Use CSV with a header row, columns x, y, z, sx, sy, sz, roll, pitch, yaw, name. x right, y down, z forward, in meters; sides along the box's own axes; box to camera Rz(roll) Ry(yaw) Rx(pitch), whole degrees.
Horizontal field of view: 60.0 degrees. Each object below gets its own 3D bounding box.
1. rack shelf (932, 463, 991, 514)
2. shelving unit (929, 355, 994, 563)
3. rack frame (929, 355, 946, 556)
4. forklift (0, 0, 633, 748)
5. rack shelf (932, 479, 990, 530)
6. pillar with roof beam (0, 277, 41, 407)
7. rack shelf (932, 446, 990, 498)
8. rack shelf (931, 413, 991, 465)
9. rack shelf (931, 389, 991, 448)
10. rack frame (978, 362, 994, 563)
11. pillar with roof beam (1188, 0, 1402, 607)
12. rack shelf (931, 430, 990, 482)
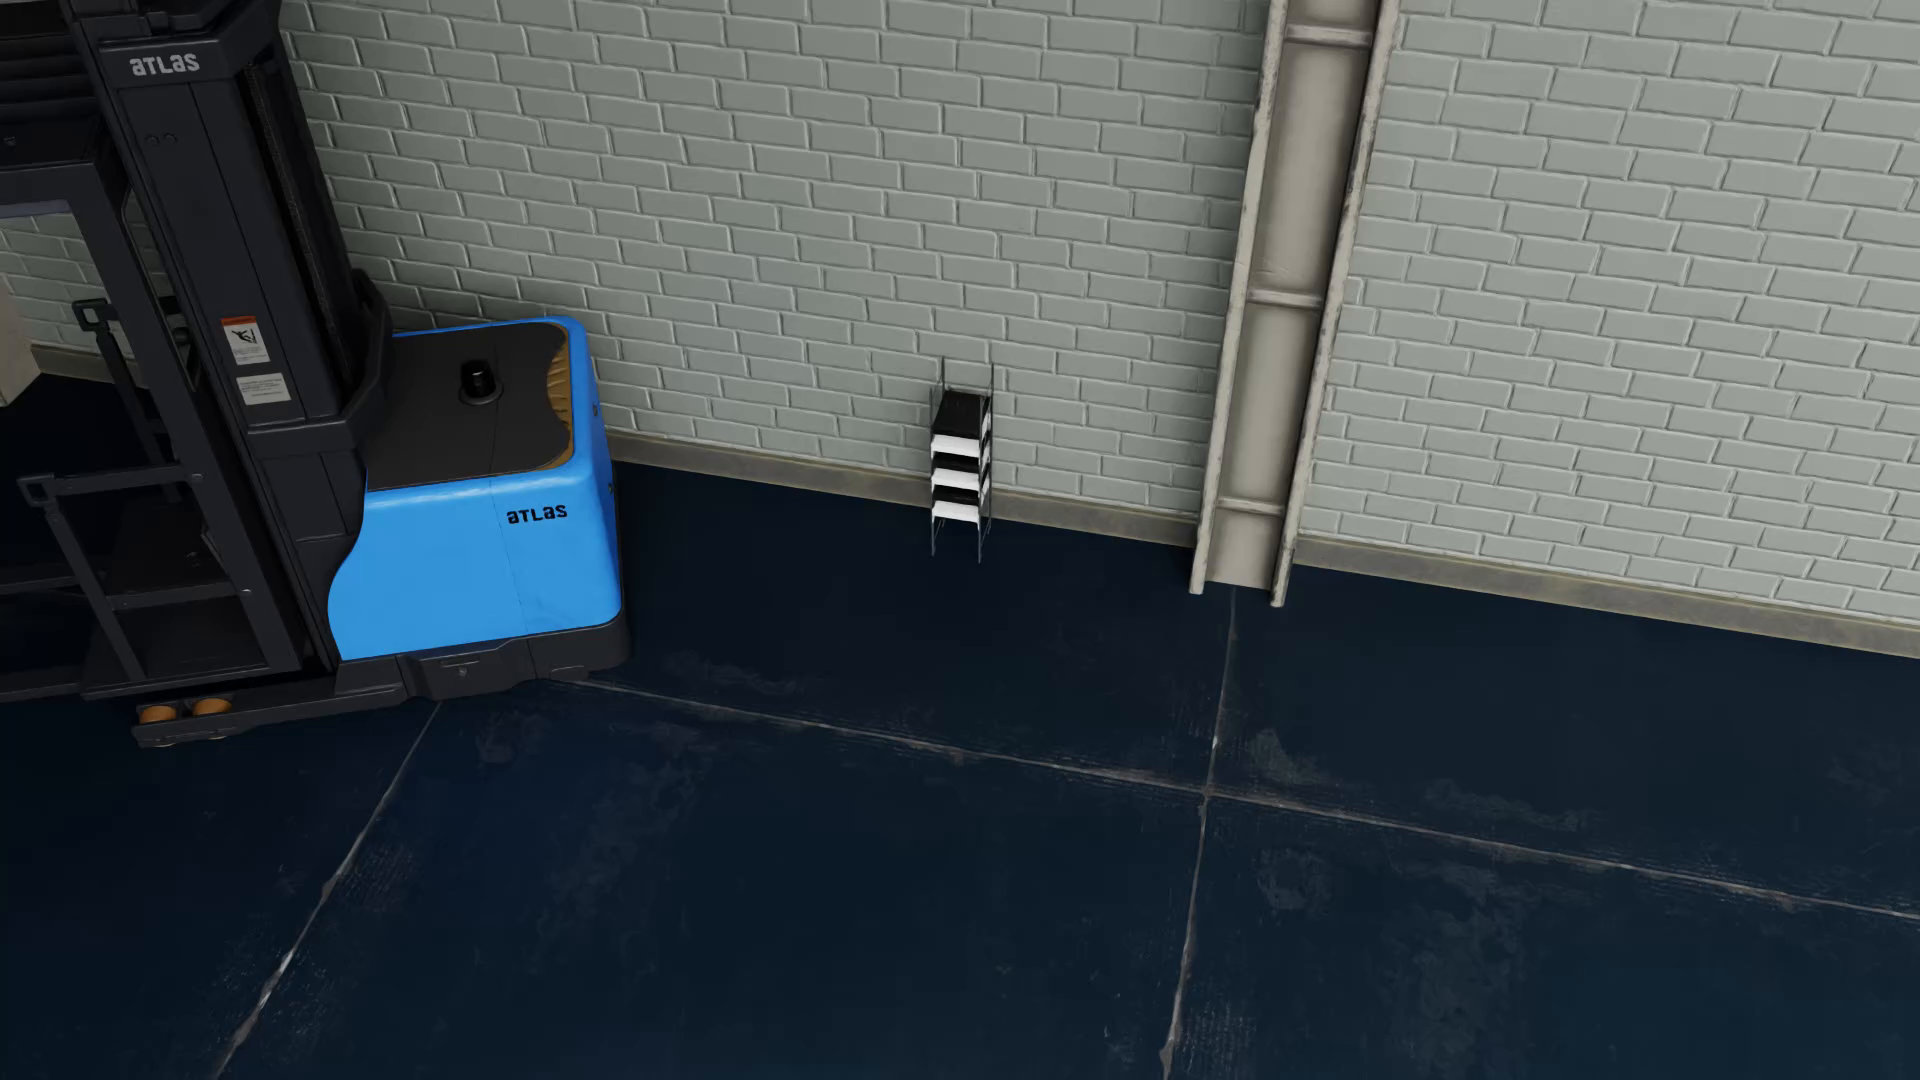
x,y,z,sx,sy,sz,roll,pitch,yaw,name
0.008,-0.234,6.982,0.200,0.077,0.258,9,45,9,rack shelf
0.008,-0.323,6.897,0.210,0.900,0.258,9,45,9,shelving unit
-0.091,-0.338,6.913,0.006,0.900,0.240,9,45,9,rack frame
-2.878,-0.662,5.784,3.031,2.935,1.130,-8,44,-8,forklift
0.008,-0.169,7.045,0.200,0.077,0.258,9,45,9,rack shelf
-5.610,-1.091,1.854,0.400,9.000,9.100,9,45,9,pillar with roof beam
0.008,-0.299,6.920,0.200,0.077,0.258,9,45,9,rack shelf
0.008,-0.429,6.795,0.200,0.077,0.258,9,45,9,rack shelf
0.008,-0.493,6.733,0.200,0.077,0.258,9,45,9,rack shelf
0.107,-0.308,6.881,0.006,0.900,0.240,9,45,9,rack frame
0.245,-0.182,0.910,0.400,9.000,9.100,9,45,9,pillar with roof beam
0.008,-0.364,6.857,0.200,0.077,0.258,9,45,9,rack shelf
